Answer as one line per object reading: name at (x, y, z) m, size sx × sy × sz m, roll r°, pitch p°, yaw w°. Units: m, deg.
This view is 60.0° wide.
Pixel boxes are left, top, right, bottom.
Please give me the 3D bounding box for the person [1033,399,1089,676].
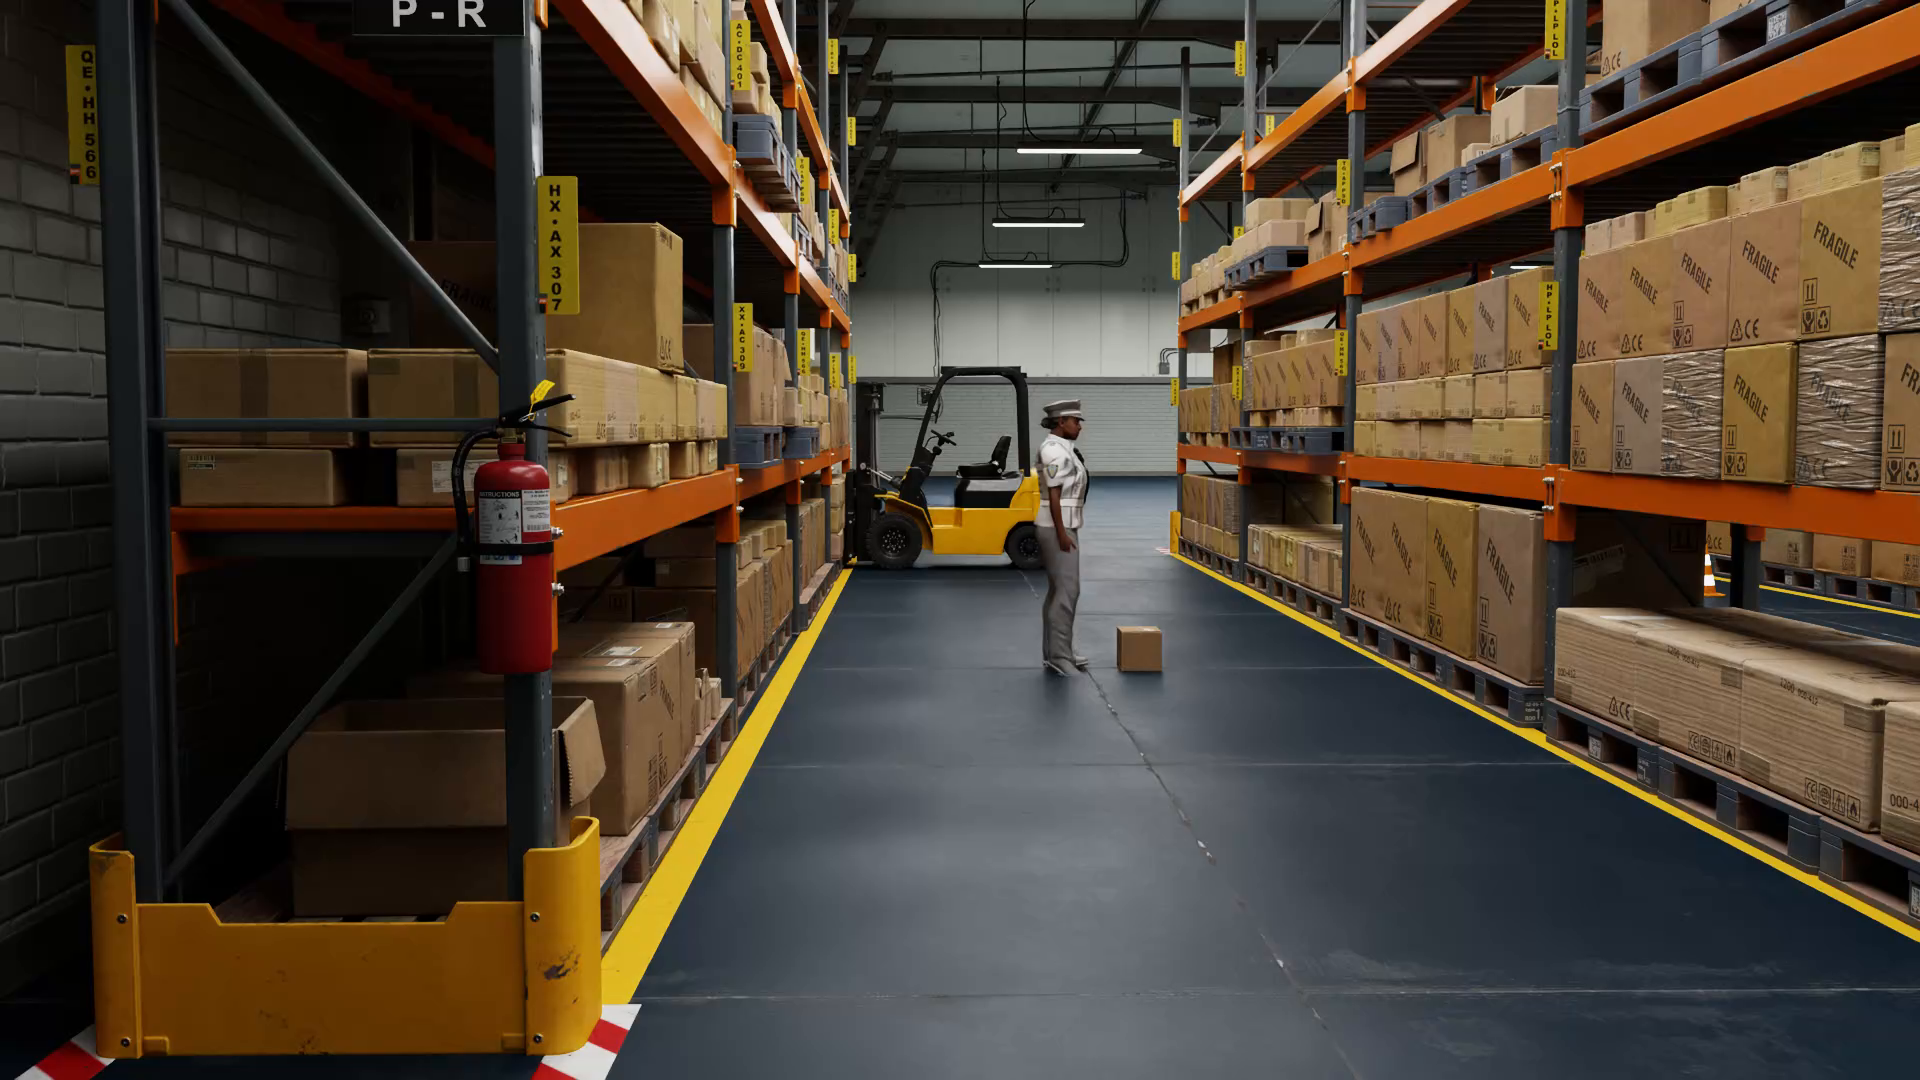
person at (0.635, -0.008, 10.291) m, size 0.371 × 1.722 × 0.545 m, roll 1°, pitch 4°, yaw 10°
